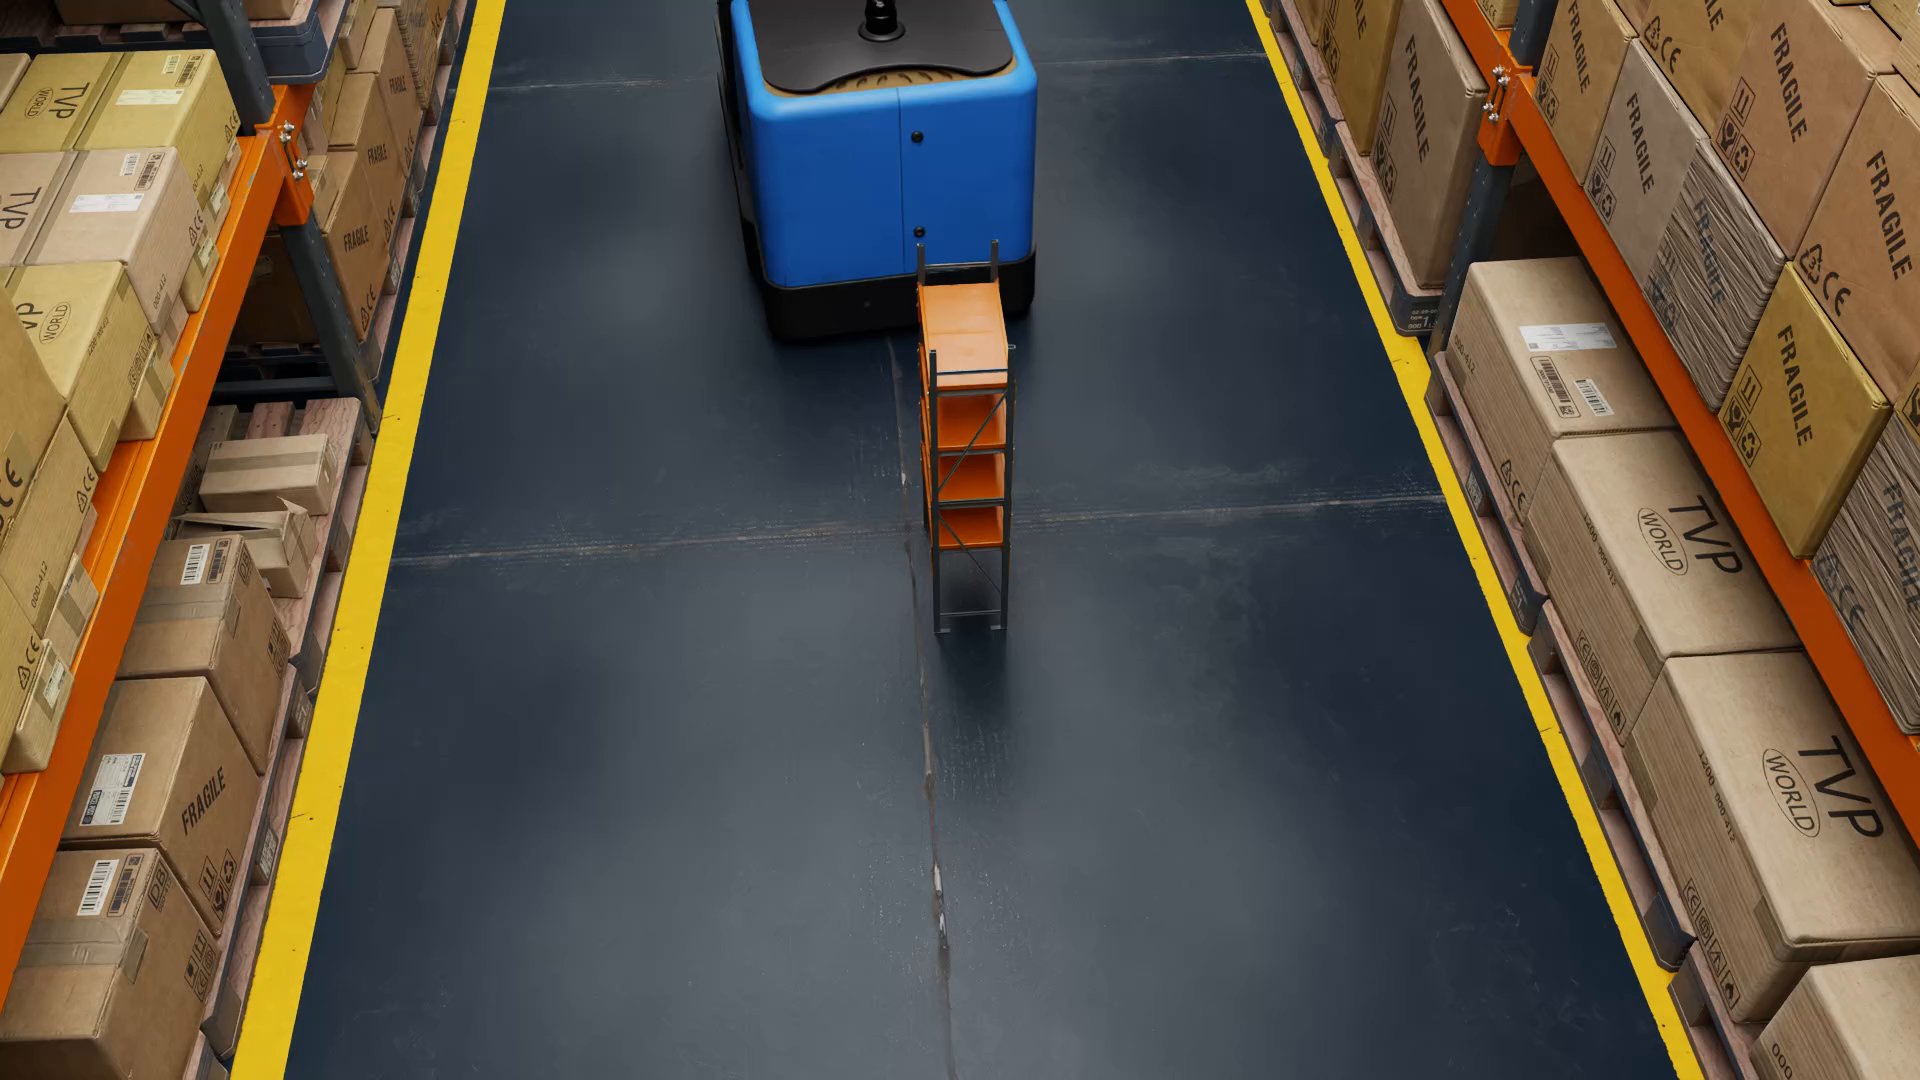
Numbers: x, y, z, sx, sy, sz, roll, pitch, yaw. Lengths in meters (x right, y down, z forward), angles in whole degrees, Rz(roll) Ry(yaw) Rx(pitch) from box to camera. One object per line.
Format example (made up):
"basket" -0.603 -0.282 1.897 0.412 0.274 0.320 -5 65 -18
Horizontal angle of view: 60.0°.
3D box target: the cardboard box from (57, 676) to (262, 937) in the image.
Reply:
"cardboard box" -2.244 0.724 4.431 0.500 0.500 0.500 -3 47 -3

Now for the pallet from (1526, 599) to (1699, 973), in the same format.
"pallet" 2.392 0.666 4.974 1.003 0.211 1.213 -3 47 -3

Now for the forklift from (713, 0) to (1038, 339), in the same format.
"forklift" -0.491 -2.868 6.447 1.130 2.935 3.031 -8 47 -7

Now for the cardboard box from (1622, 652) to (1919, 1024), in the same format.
"cardboard box" 2.396 0.765 4.435 0.875 0.438 0.875 -2 47 -2

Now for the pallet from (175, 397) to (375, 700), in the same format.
"pallet" -2.588 0.028 5.578 1.003 0.211 1.213 -3 47 -3

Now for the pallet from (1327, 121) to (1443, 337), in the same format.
"pallet" 2.162 -1.327 6.862 1.003 0.211 1.213 -3 47 -3

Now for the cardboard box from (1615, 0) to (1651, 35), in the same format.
"cardboard box" 2.100 -1.751 4.585 0.500 0.500 0.500 -3 47 -3

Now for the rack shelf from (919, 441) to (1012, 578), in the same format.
"rack shelf" 0.014 -0.110 5.394 0.258 0.148 0.480 -3 47 -3

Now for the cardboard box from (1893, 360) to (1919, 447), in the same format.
"cardboard box" 2.248 -0.285 3.197 0.500 0.500 0.500 -4 47 -4

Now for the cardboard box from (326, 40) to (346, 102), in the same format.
"cardboard box" -2.579 -1.790 6.365 0.380 0.149 0.250 -4 47 -4

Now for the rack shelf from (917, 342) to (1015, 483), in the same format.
"rack shelf" 0.014 -0.400 5.087 0.258 0.148 0.480 -3 47 -3

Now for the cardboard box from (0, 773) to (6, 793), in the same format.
"cardboard box" -2.176 0.550 3.336 0.380 0.149 0.250 -3 47 -3

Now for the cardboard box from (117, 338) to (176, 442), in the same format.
"cardboard box" -2.232 -0.378 4.215 0.380 0.149 0.250 -4 47 -4

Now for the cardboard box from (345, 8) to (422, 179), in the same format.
"cardboard box" -2.553 -1.822 6.842 0.500 0.500 0.500 -5 47 -4

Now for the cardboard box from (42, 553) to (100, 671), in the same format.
"cardboard box" -2.164 0.174 3.693 0.380 0.149 0.250 -3 47 -2

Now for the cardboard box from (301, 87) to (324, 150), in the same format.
"cardboard box" -2.479 -1.499 5.884 0.380 0.149 0.250 -6 47 -5

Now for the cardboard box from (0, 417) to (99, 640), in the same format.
"cardboard box" -2.231 -0.029 3.610 0.500 0.250 0.500 -5 47 -4

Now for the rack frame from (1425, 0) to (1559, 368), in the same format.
"rack frame" 2.301 -1.732 5.325 1.000 3.000 0.127 -3 47 -3

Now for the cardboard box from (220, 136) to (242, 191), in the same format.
"cardboard box" -2.366 -1.126 4.924 0.380 0.149 0.250 -3 47 -3

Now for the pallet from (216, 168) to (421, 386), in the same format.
"pallet" -2.750 -1.055 6.604 1.003 0.211 1.213 -3 47 -3

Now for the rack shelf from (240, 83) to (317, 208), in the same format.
"rack shelf" -2.812 -2.628 6.668 1.077 0.370 4.000 -3 47 -3

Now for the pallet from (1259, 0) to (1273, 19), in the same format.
"pallet" 1.958 -3.093 8.533 1.003 0.211 1.213 -3 47 -3

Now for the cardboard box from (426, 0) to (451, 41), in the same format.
"cardboard box" -2.652 -2.573 7.553 0.500 0.500 0.500 -2 47 -2

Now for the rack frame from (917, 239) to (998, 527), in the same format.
"rack frame" -0.007 -0.469 5.368 0.240 1.200 0.015 -3 47 -3

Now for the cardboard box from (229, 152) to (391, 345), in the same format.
"cardboard box" -2.461 -1.076 6.136 0.500 0.500 0.500 -2 47 -2

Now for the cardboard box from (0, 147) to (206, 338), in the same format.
"cardboard box" -2.302 -0.763 4.306 0.500 0.250 0.500 -3 47 -3

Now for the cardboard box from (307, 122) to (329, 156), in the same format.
"cardboard box" -2.510 -1.407 6.002 0.380 0.149 0.250 -5 47 -4

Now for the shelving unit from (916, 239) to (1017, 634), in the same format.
"shelving unit" 0.014 -0.293 5.201 0.258 1.200 0.503 -3 47 -3

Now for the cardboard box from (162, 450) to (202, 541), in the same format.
"cardboard box" -2.825 -0.155 5.394 0.500 0.311 0.500 -2 47 -2

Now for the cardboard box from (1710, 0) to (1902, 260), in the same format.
"cardboard box" 2.168 -1.014 3.887 0.500 0.500 0.500 -3 47 -3

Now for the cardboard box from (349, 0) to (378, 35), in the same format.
"cardboard box" -2.581 -2.152 6.708 0.380 0.149 0.250 -2 47 -2

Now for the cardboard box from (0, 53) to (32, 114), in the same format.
"cardboard box" -2.872 -1.104 4.628 0.500 0.250 0.500 -4 47 -4

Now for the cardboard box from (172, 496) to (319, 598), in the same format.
"cardboard box" -2.275 0.011 5.267 0.396 0.266 0.258 -2 47 -2

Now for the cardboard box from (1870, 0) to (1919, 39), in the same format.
"cardboard box" 2.226 -1.168 3.586 0.380 0.149 0.250 -4 47 -3

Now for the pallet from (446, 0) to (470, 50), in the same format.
"pallet" -2.955 -2.821 8.276 1.003 0.211 1.213 -3 47 -3

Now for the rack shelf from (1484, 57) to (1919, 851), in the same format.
"rack shelf" 2.469 -0.038 4.215 1.077 0.370 4.000 -3 47 -3

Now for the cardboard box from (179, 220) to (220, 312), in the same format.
"cardboard box" -2.277 -0.753 4.570 0.380 0.149 0.250 -2 47 -2

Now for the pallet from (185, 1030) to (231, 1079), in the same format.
"pallet" -2.384 1.793 3.906 1.003 0.211 1.213 -3 47 -3

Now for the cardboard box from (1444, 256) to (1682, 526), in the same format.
"cardboard box" 2.247 -0.535 5.666 0.875 0.438 0.875 -4 47 -4

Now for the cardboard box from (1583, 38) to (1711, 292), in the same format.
"cardboard box" 2.118 -1.047 4.607 0.500 0.500 0.500 -3 47 -3

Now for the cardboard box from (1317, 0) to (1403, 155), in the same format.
"cardboard box" 2.086 -2.243 6.982 0.875 0.875 0.875 -2 47 -2

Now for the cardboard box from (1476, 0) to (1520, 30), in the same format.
"cardboard box" 2.013 -1.990 5.672 0.500 0.250 0.500 -4 47 -4

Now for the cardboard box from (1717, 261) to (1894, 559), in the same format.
"cardboard box" 2.196 -0.314 3.913 0.500 0.500 0.500 -2 47 -2

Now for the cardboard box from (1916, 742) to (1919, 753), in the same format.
"cardboard box" 2.305 0.430 3.208 0.500 0.500 0.500 -4 47 -4
